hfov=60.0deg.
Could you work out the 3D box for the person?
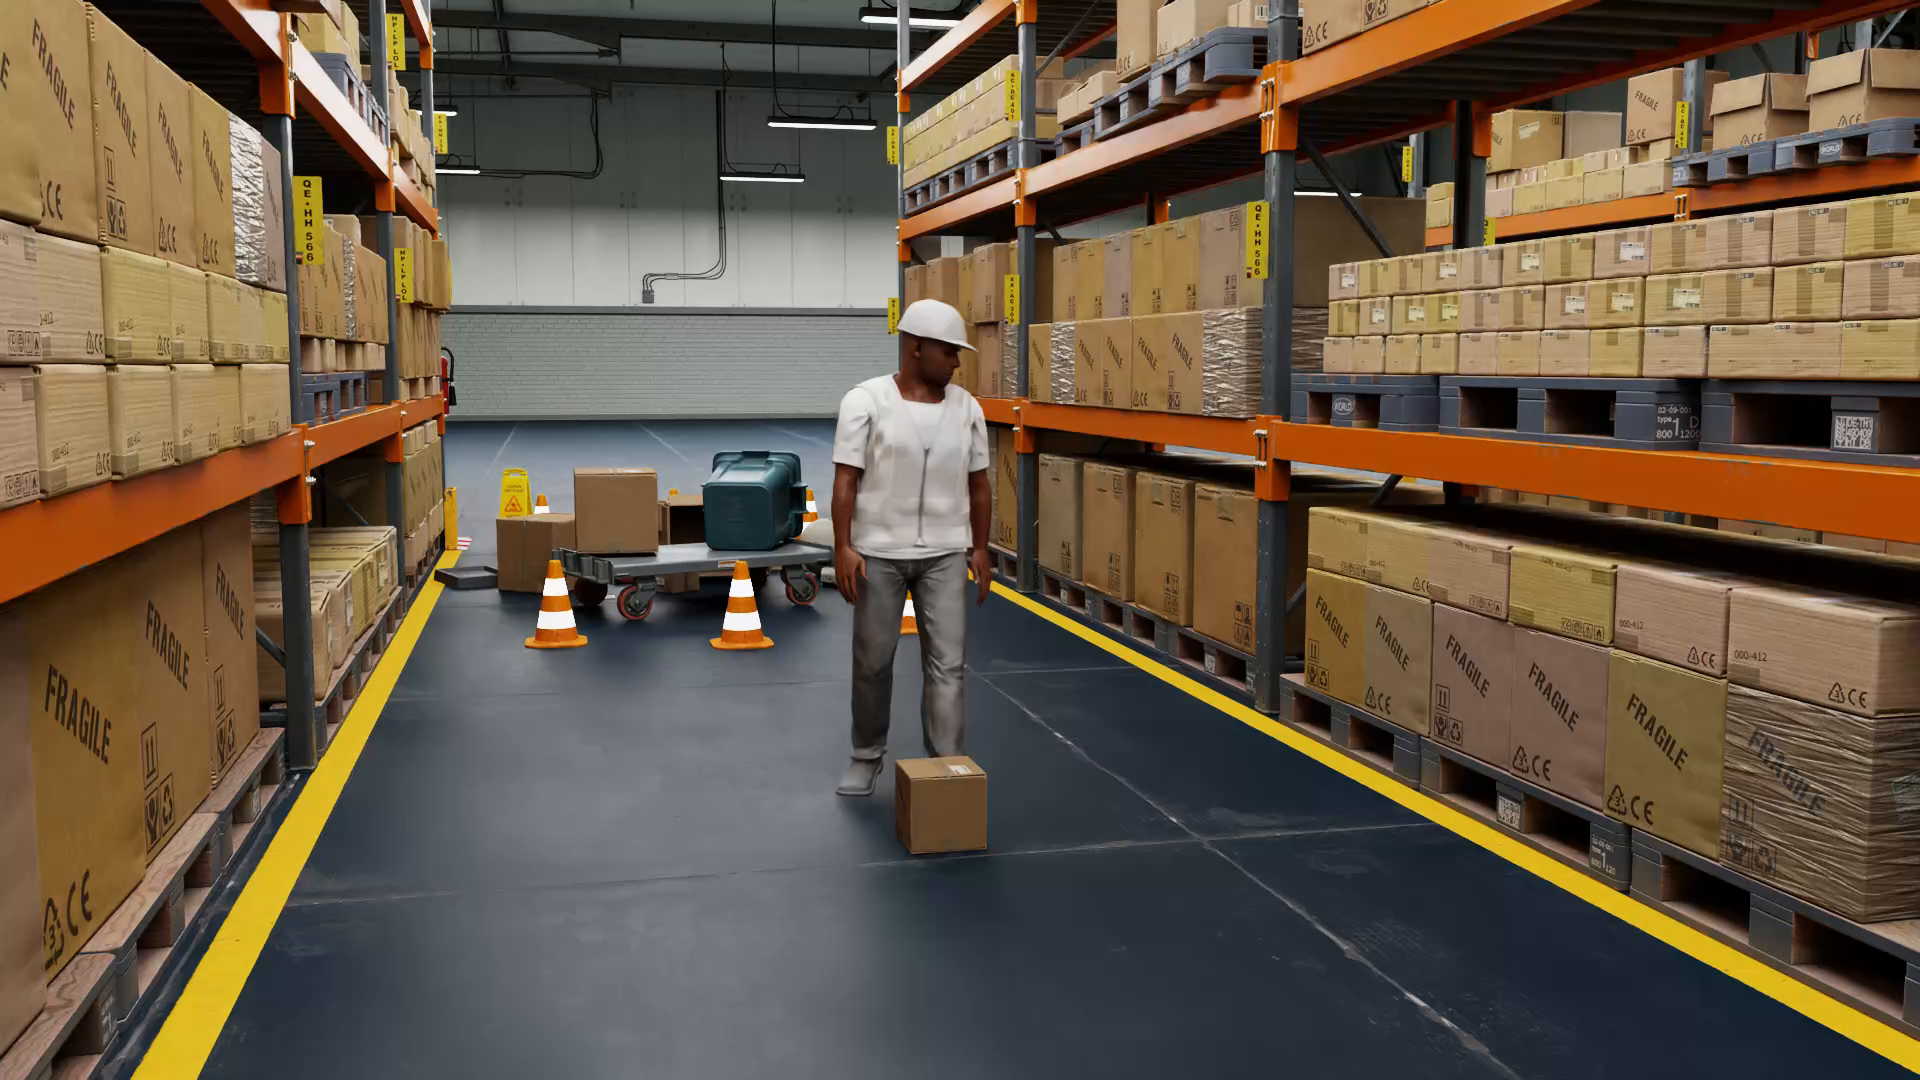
[{"bbox_3d":[-0.151,0.055,5.763,0.588,1.762,0.709,-1,6,-13],"label":"person"}]
